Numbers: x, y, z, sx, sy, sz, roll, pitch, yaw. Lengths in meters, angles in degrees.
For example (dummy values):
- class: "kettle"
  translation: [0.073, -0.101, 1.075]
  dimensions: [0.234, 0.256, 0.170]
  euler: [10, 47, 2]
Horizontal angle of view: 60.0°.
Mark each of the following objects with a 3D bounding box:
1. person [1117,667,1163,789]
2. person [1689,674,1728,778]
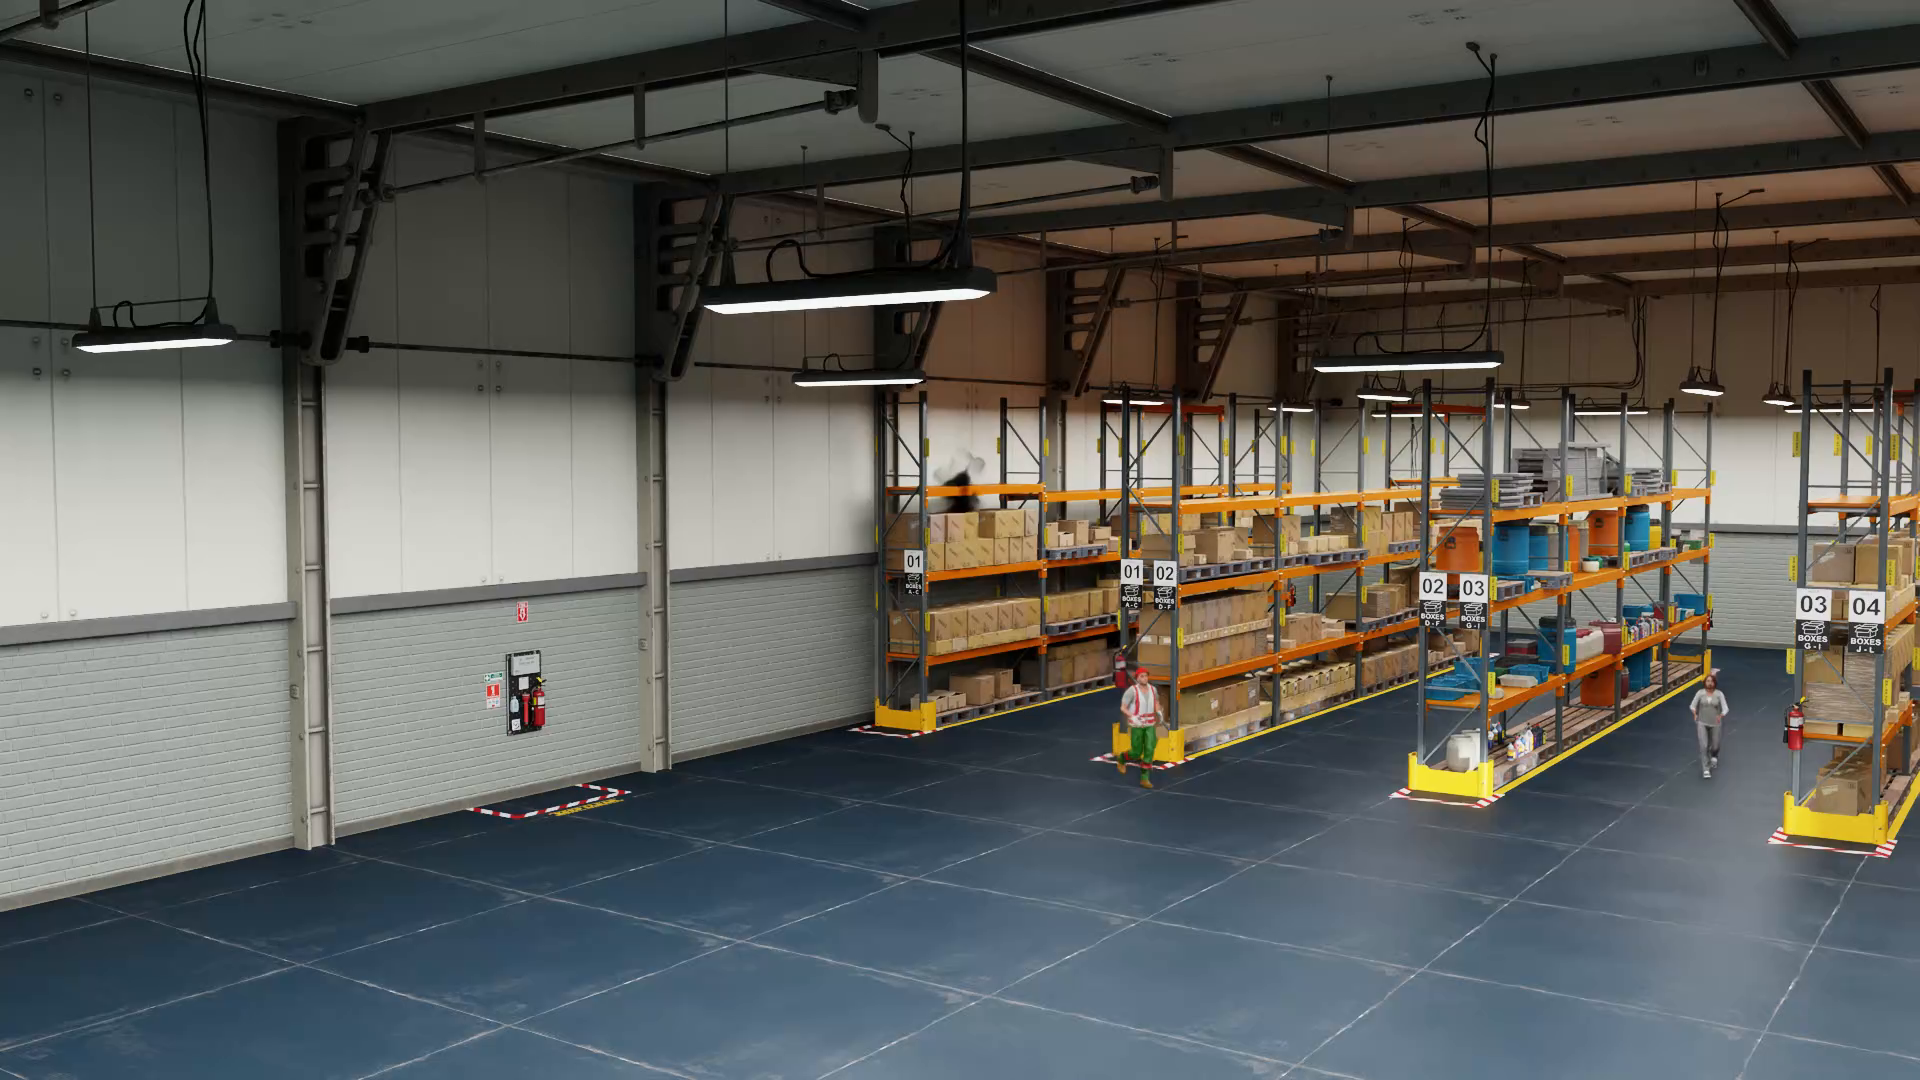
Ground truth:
- class: "person"
  translation: [2.686, 2.760, 24.720]
  dimensions: [0.661, 1.772, 0.791]
  euler: [-1, 3, -22]
- class: "person"
  translation: [11.404, 2.818, 25.345]
  dimensions: [0.538, 1.549, 0.608]
  euler: [1, 3, 25]
